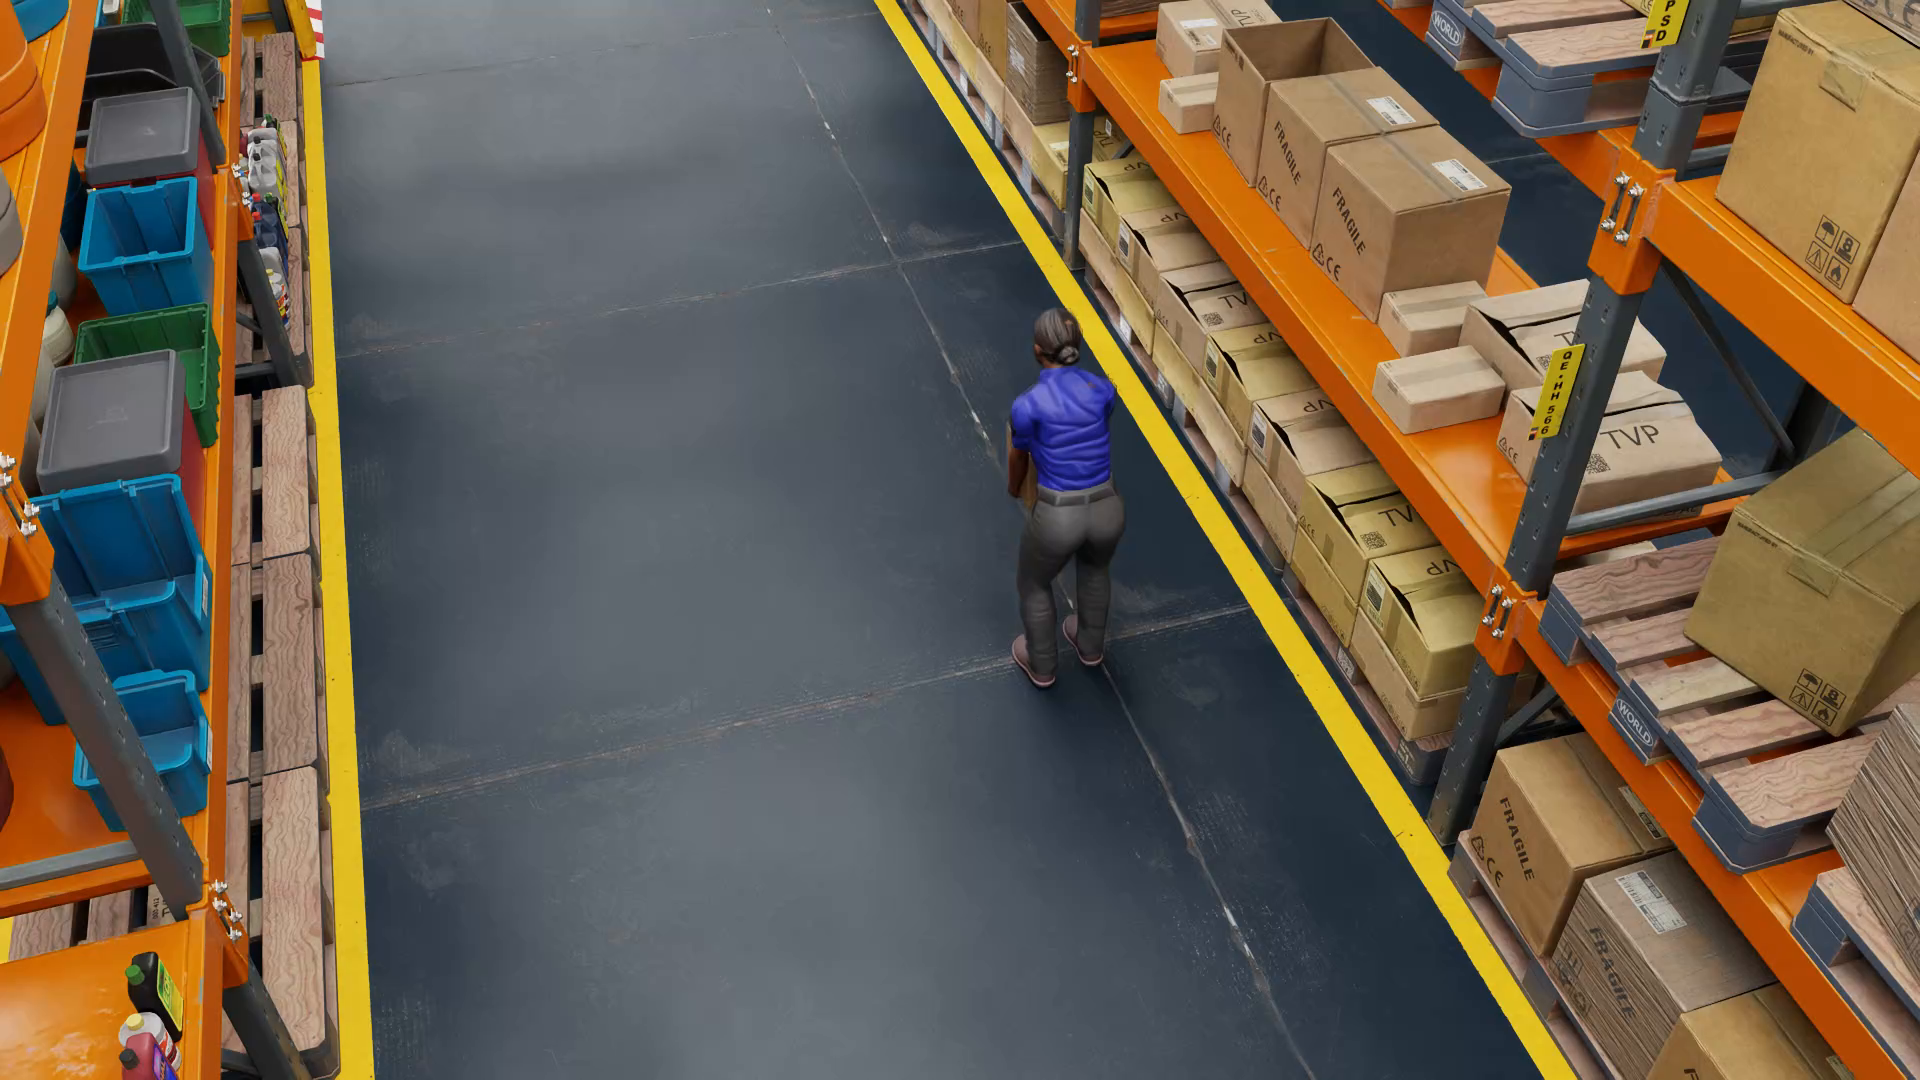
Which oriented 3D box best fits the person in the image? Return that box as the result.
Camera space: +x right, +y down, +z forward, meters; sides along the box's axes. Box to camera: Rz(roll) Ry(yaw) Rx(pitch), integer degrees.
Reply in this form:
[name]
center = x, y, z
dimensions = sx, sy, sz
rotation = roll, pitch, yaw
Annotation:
[person]
center = 0.390, -0.146, 6.374
dimensions = 0.408, 1.599, 0.561
rotation = -13, 44, -13
